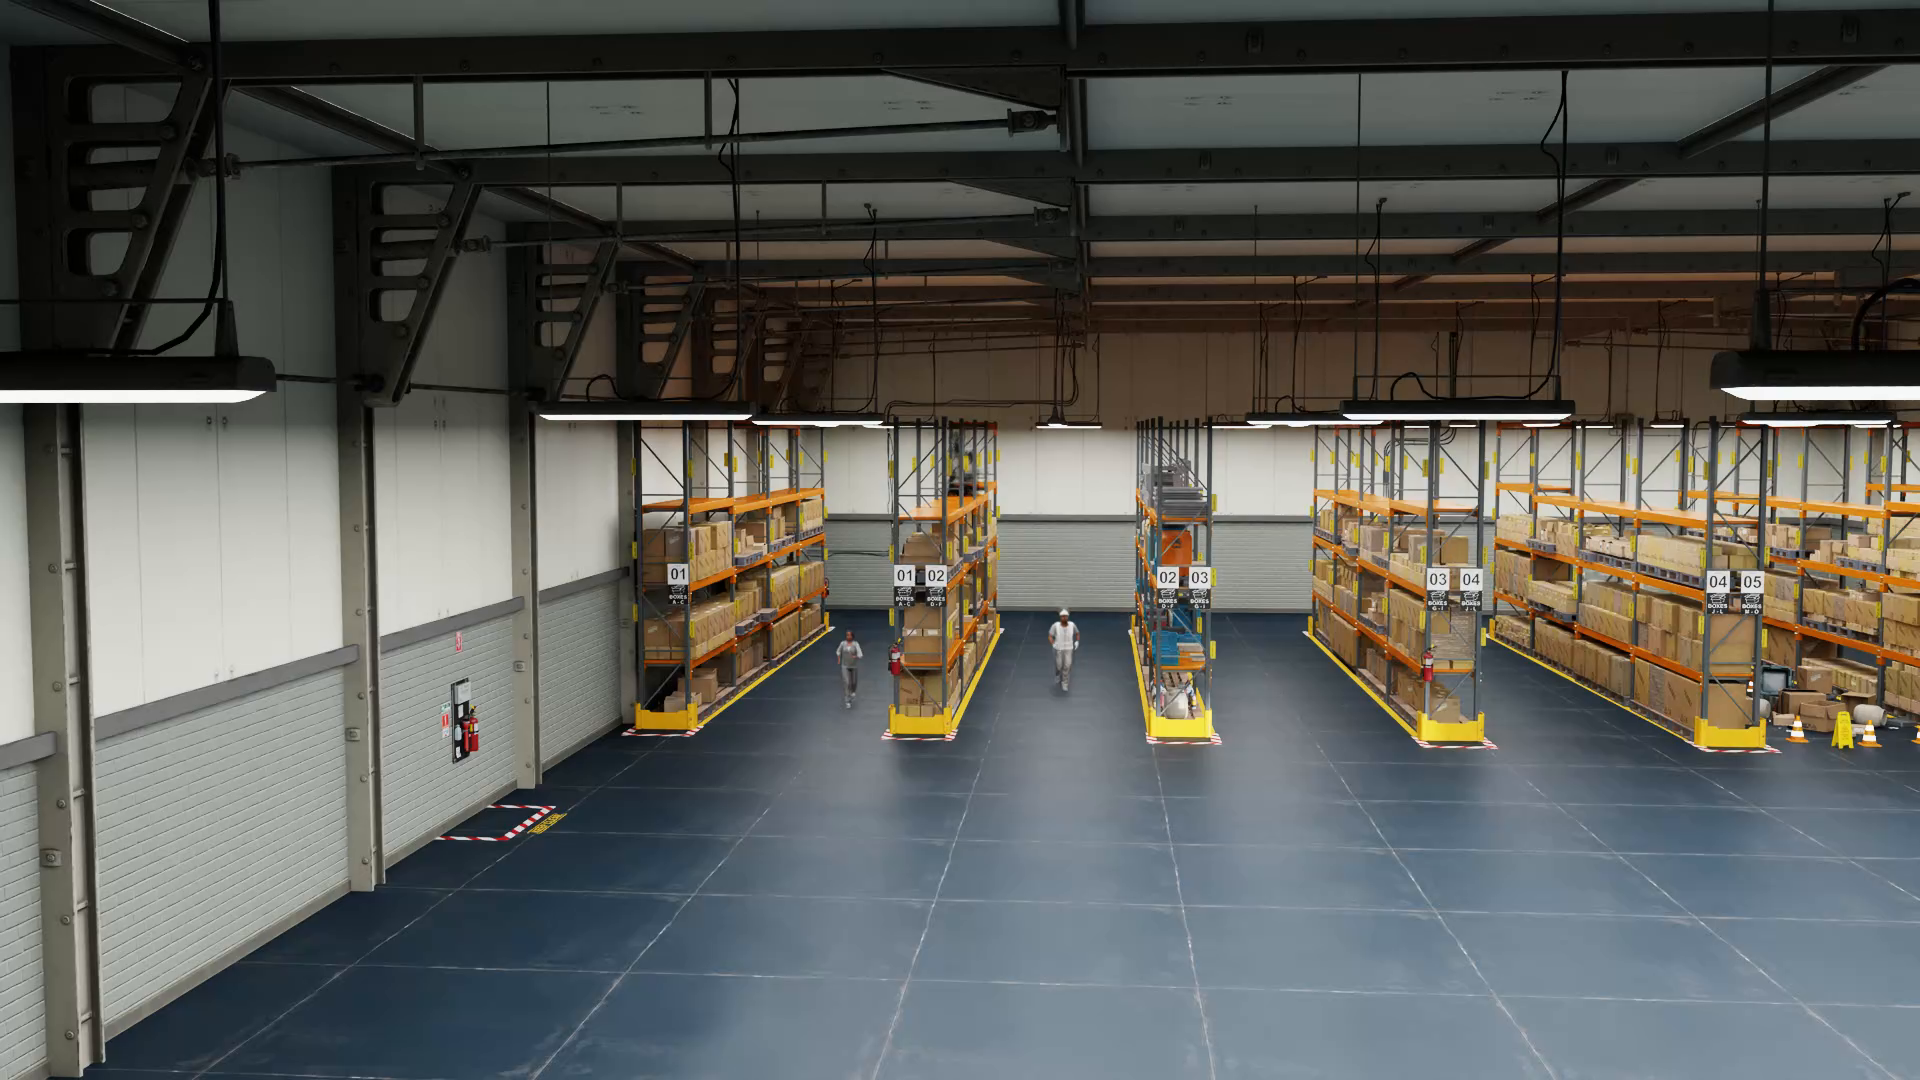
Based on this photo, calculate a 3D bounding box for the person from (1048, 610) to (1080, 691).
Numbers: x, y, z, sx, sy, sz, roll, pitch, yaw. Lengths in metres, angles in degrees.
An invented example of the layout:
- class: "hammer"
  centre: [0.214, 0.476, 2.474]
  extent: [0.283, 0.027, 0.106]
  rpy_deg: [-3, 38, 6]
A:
- class: "person"
  centre: [2.323, 2.437, 36.989]
  extent: [0.707, 1.763, 0.693]
  rpy_deg: [0, 4, -4]

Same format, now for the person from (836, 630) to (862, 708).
- class: "person"
  centre: [-2.303, 2.657, 34.591]
  extent: [0.543, 1.576, 0.877]
  rpy_deg: [0, 4, -4]
